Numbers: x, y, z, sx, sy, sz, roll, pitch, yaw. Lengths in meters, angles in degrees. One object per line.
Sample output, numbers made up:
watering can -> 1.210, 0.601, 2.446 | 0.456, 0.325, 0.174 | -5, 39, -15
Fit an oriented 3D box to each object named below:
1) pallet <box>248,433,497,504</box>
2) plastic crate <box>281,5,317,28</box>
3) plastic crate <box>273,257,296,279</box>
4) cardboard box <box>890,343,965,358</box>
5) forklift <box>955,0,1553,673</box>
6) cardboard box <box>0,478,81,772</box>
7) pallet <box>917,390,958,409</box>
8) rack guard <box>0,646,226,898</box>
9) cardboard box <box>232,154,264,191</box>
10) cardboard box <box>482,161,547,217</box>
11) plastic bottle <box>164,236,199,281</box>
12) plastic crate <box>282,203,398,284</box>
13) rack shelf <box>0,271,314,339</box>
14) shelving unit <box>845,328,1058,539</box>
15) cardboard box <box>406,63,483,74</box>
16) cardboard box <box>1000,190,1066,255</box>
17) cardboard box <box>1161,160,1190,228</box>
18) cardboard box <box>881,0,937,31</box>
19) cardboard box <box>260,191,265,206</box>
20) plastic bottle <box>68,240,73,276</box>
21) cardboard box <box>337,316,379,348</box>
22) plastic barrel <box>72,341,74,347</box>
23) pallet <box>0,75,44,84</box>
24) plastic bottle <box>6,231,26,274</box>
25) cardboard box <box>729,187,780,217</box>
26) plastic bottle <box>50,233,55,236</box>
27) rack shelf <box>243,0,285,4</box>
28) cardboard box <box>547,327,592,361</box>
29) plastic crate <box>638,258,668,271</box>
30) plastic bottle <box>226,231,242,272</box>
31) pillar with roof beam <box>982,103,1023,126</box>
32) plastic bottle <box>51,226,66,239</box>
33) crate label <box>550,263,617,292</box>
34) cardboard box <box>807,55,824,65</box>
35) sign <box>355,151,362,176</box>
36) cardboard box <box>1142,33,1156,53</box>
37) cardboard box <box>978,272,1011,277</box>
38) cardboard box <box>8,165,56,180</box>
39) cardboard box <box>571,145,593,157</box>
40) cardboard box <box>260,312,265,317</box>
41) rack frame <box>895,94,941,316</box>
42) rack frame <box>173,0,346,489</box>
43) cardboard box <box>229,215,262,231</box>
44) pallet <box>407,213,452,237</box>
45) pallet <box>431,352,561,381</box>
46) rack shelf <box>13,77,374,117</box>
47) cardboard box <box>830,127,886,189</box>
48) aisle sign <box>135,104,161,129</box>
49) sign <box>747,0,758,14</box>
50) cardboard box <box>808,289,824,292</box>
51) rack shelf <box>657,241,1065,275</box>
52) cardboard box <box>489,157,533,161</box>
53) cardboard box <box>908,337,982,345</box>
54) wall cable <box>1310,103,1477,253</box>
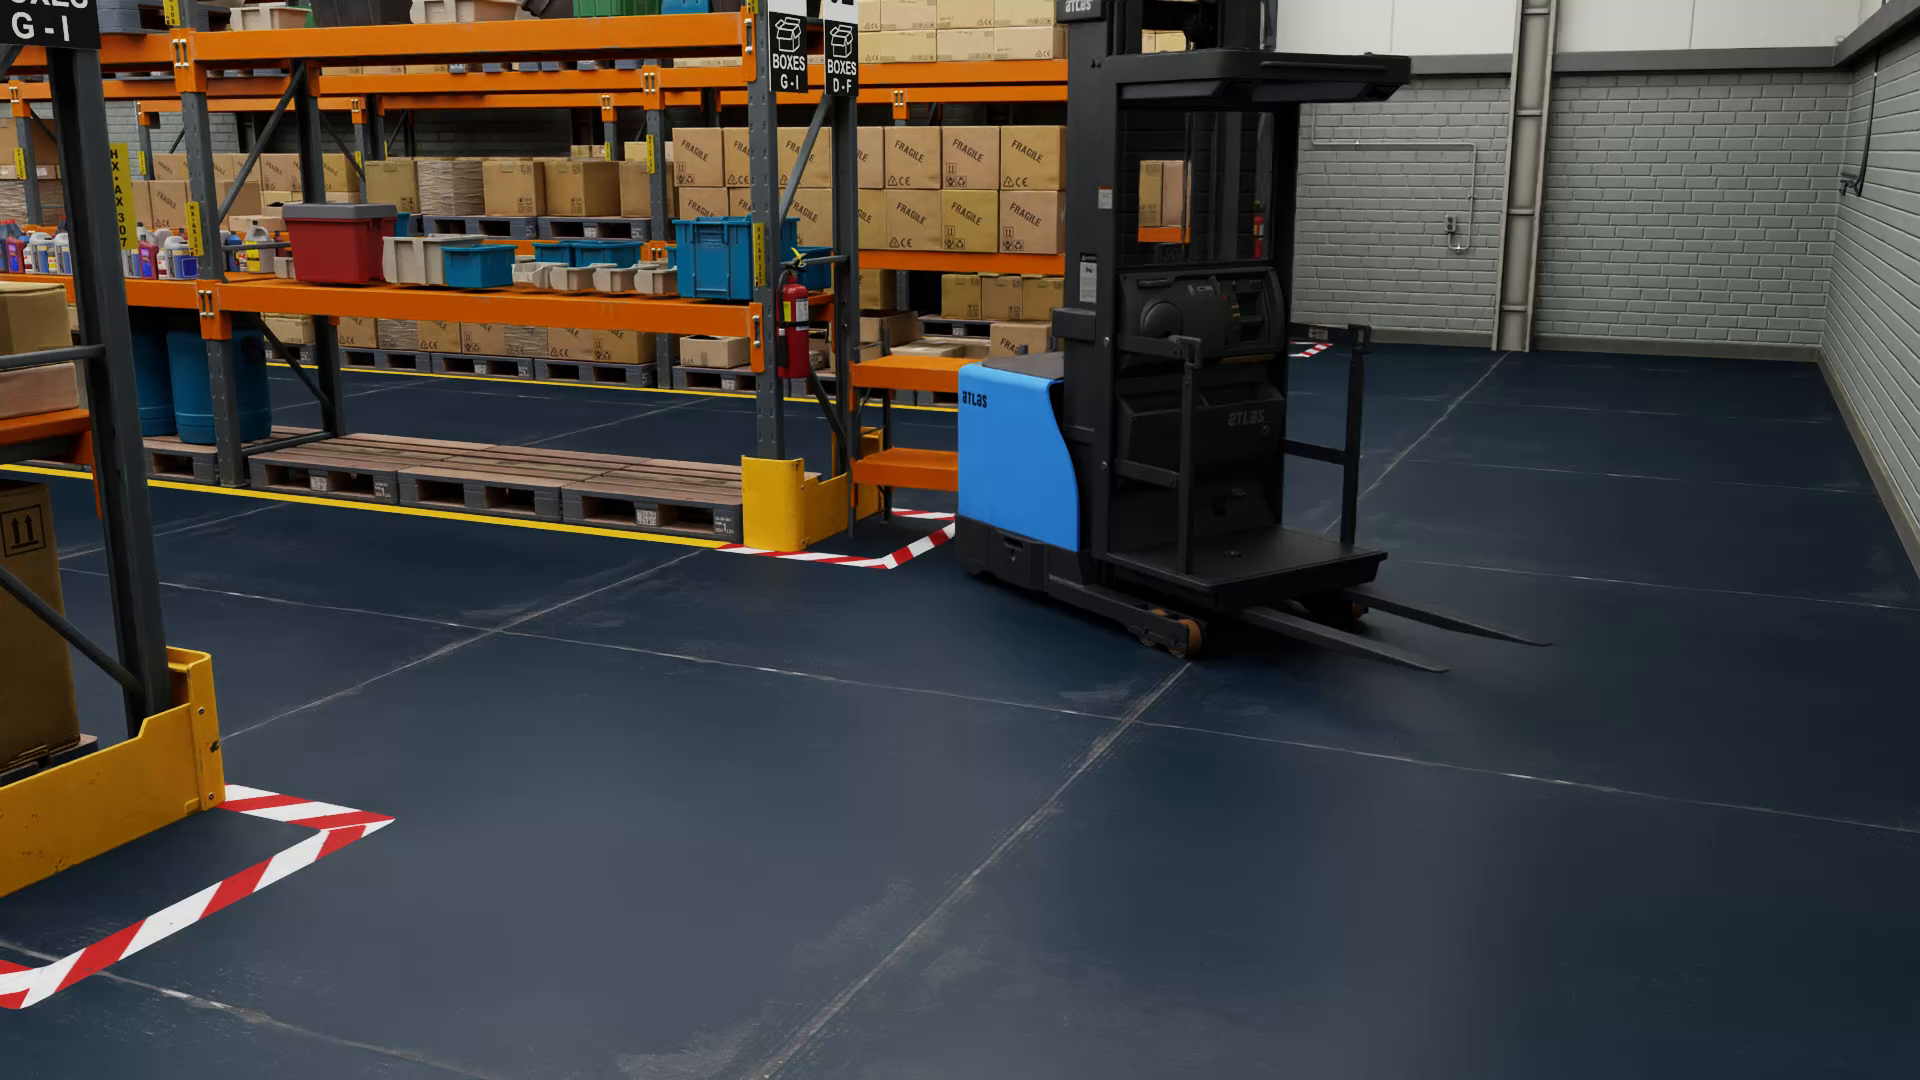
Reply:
pallet -> -3.808, -0.479, 10.835 | 1.213, 0.211, 1.003 | 6, 14, 23
plastic crate -> -3.987, -3.278, 10.555 | 0.662, 0.188, 0.450 | 6, 14, 23
plastic crate -> -4.129, -1.725, 10.484 | 0.243, 0.136, 0.396 | 6, 14, 23
cardboard box -> -0.283, -1.529, 14.262 | 0.500, 0.250, 0.500 | 6, 14, 23
forklift -> 1.215, -1.048, 7.305 | 1.130, 2.935, 3.031 | -9, 16, -33
cardboard box -> -3.463, 0.295, 5.161 | 0.875, 0.875, 0.875 | 6, 14, 23
pallet -> 0.372, -1.284, 14.264 | 1.213, 0.211, 1.003 | 6, 14, 23
rack guard -> -2.823, 0.727, 5.062 | 0.348, 0.500, 1.175 | 6, 14, 23
cardboard box -> -9.746, -5.129, 23.189 | 0.500, 0.500, 0.500 | 6, 15, 25
cardboard box -> -4.127, -3.335, 15.761 | 0.500, 0.500, 0.700 | 2, 13, 9
plastic bottle -> -4.988, -1.805, 10.653 | 0.135, 0.276, 0.152 | 6, 14, 23
plastic crate -> -3.782, -1.822, 10.182 | 0.583, 0.464, 0.402 | 6, 14, 23
rack shelf -> -6.325, -1.731, 11.642 | 4.000, 0.370, 1.077 | 6, 14, 23
shelving unit -> -0.046, -0.563, 9.191 | 1.048, 1.125, 0.538 | 6, 14, 23
cardboard box -> -4.790, -4.681, 15.854 | 0.500, 0.500, 0.910 | 6, 14, 23
cardboard box -> 0.651, -2.594, 13.525 | 0.500, 0.500, 0.500 | 6, 15, 25
cardboard box -> 2.703, -3.787, 18.171 | 0.700, 0.700, 0.980 | 7, 15, 26
cardboard box -> -0.315, -4.279, 13.592 | 0.500, 0.250, 0.500 | 6, 14, 23
cardboard box -> -9.733, -4.761, 23.262 | 0.500, 0.250, 0.500 | 6, 14, 24
plastic bottle -> -5.783, -1.886, 10.996 | 0.135, 0.276, 0.152 | 6, 14, 23
cardboard box -> -5.843, -2.196, 16.558 | 0.500, 0.500, 0.500 | 6, 15, 26
plastic barrel -> -6.667, -1.151, 11.953 | 0.708, 0.588, 0.600 | 6, 14, 23
pallet -> -10.591, -5.162, 18.315 | 1.213, 0.211, 1.003 | 6, 14, 23
plastic bottle -> -6.348, -1.935, 11.191 | 0.133, 0.283, 0.061 | 6, 14, 23
cardboard box -> -1.662, -2.829, 14.525 | 0.500, 0.500, 0.500 | 6, 15, 24
plastic bottle -> -6.566, -2.156, 12.132 | 0.133, 0.283, 0.061 | 6, 14, 23
rack shelf -> -9.627, -7.460, 22.931 | 4.000, 0.370, 1.077 | 6, 14, 23
cardboard box -> -3.503, -1.961, 15.556 | 0.500, 0.500, 0.500 | 6, 14, 23
plastic crate -> -1.812, -1.629, 10.076 | 0.298, 0.136, 0.250 | 6, 14, 23
plastic bottle -> -4.983, -1.985, 11.431 | 0.097, 0.271, 0.097 | 0, 13, 0
pillar with roof beam -> -1.237, -6.103, 15.567 | 0.400, 9.000, 9.100 | 6, 14, 23
plastic bottle -> -6.455, -2.109, 11.930 | 0.133, 0.283, 0.061 | 6, 14, 23
crate label -> -2.182, -1.515, 9.593 | 0.243, 0.136, 0.396 | 6, 14, 23
cardboard box -> -1.230, -4.128, 14.042 | 0.500, 0.250, 0.500 | 6, 14, 23
sign -> -8.011, -5.014, 22.160 | 0.005, 0.325, 0.100 | 6, 14, 23
cardboard box -> 1.920, -5.296, 17.884 | 0.500, 0.250, 0.500 | 5, 14, 21
cardboard box -> 0.398, -3.109, 19.070 | 0.250, 0.149, 0.380 | 6, 15, 25
cardboard box -> -10.136, -4.016, 18.165 | 0.250, 0.149, 0.380 | 6, 14, 23
cardboard box -> -4.769, -4.967, 21.255 | 0.250, 0.149, 0.380 | 3, 14, 14
cardboard box -> -7.200, -2.484, 17.145 | 0.500, 0.311, 0.500 | 6, 14, 22
rack frame -> -0.484, -3.966, 19.590 | 0.127, 3.000, 1.000 | 6, 14, 23
rack frame -> -4.496, -1.897, 10.772 | 0.127, 3.000, 1.000 | 6, 14, 23
cardboard box -> -7.333, -3.285, 17.238 | 0.250, 0.149, 0.380 | 7, 15, 27
pallet -> -5.496, -3.160, 16.574 | 1.003, 0.211, 1.213 | 6, 14, 23
pallet -> -4.365, -1.753, 16.265 | 1.213, 0.211, 1.003 | 6, 14, 23
rack shelf -> -7.972, -4.596, 17.285 | 4.000, 0.370, 1.077 | 6, 14, 23
cardboard box -> -0.756, -3.221, 14.008 | 0.500, 0.500, 0.500 | 6, 15, 25
aisle sign -> -11.643, -6.286, 23.786 | 0.004, 0.787, 0.394 | 6, 14, 23
sign -> -1.047, -2.819, 8.367 | 0.005, 0.325, 0.100 | 6, 14, 23
cardboard box -> -1.944, -3.238, 20.276 | 0.750, 0.750, 0.750 | 6, 15, 25
rack shelf -> -0.658, -2.396, 14.473 | 4.000, 0.370, 1.077 | 6, 14, 23
cardboard box -> -5.723, -4.751, 21.754 | 0.500, 0.500, 0.700 | 6, 14, 23
cardboard box -> -0.126, -1.638, 14.727 | 0.500, 0.250, 0.500 | 6, 14, 23
wall cable -> 4.727, -4.169, 18.234 | 1.851, 1.984, 0.084 | 6, 14, 23
